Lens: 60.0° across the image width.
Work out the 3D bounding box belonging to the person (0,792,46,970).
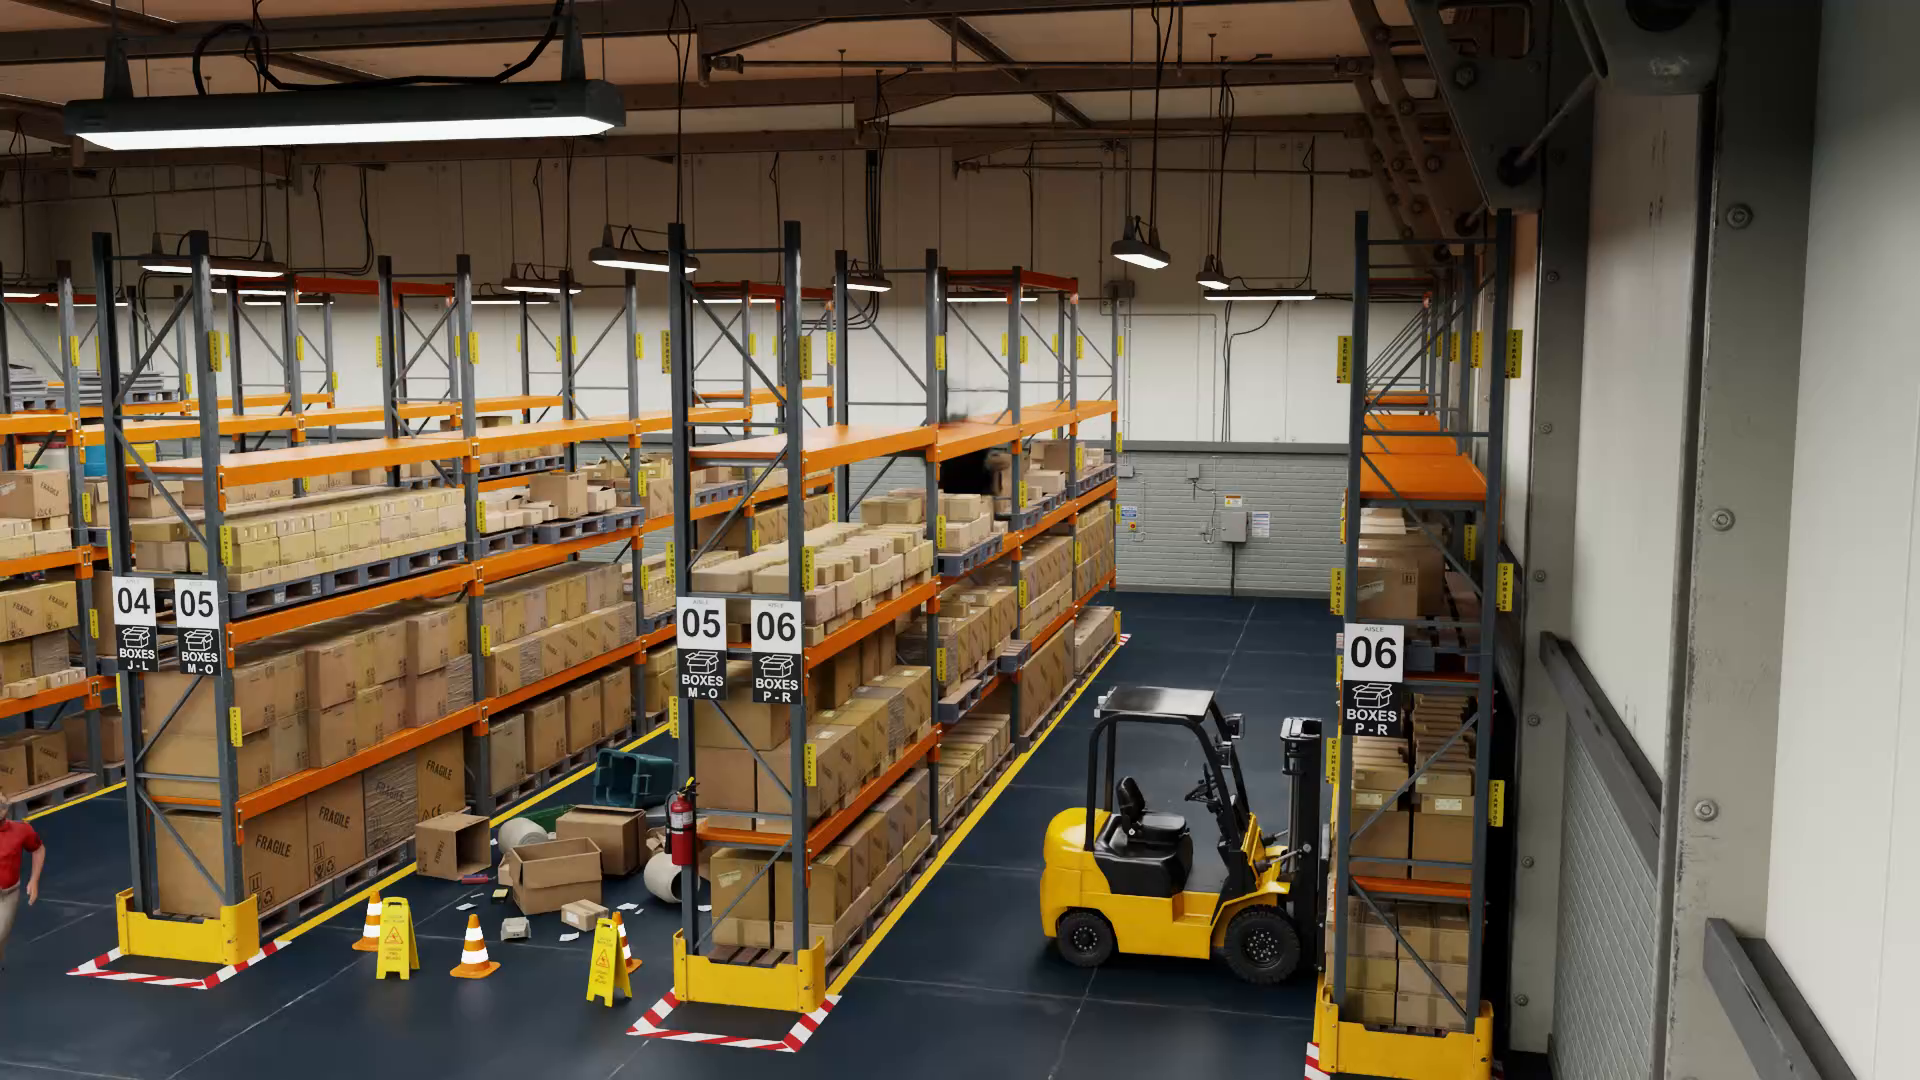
[{"bbox_3d":[-7.461,2.776,12.848,0.715,1.688,0.868,-3,8,-25],"label":"person"}]

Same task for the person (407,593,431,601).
[{"bbox_3d":[-7.539,1.484,23.197,0.689,1.850,0.750,2,7,12],"label":"person"}]
